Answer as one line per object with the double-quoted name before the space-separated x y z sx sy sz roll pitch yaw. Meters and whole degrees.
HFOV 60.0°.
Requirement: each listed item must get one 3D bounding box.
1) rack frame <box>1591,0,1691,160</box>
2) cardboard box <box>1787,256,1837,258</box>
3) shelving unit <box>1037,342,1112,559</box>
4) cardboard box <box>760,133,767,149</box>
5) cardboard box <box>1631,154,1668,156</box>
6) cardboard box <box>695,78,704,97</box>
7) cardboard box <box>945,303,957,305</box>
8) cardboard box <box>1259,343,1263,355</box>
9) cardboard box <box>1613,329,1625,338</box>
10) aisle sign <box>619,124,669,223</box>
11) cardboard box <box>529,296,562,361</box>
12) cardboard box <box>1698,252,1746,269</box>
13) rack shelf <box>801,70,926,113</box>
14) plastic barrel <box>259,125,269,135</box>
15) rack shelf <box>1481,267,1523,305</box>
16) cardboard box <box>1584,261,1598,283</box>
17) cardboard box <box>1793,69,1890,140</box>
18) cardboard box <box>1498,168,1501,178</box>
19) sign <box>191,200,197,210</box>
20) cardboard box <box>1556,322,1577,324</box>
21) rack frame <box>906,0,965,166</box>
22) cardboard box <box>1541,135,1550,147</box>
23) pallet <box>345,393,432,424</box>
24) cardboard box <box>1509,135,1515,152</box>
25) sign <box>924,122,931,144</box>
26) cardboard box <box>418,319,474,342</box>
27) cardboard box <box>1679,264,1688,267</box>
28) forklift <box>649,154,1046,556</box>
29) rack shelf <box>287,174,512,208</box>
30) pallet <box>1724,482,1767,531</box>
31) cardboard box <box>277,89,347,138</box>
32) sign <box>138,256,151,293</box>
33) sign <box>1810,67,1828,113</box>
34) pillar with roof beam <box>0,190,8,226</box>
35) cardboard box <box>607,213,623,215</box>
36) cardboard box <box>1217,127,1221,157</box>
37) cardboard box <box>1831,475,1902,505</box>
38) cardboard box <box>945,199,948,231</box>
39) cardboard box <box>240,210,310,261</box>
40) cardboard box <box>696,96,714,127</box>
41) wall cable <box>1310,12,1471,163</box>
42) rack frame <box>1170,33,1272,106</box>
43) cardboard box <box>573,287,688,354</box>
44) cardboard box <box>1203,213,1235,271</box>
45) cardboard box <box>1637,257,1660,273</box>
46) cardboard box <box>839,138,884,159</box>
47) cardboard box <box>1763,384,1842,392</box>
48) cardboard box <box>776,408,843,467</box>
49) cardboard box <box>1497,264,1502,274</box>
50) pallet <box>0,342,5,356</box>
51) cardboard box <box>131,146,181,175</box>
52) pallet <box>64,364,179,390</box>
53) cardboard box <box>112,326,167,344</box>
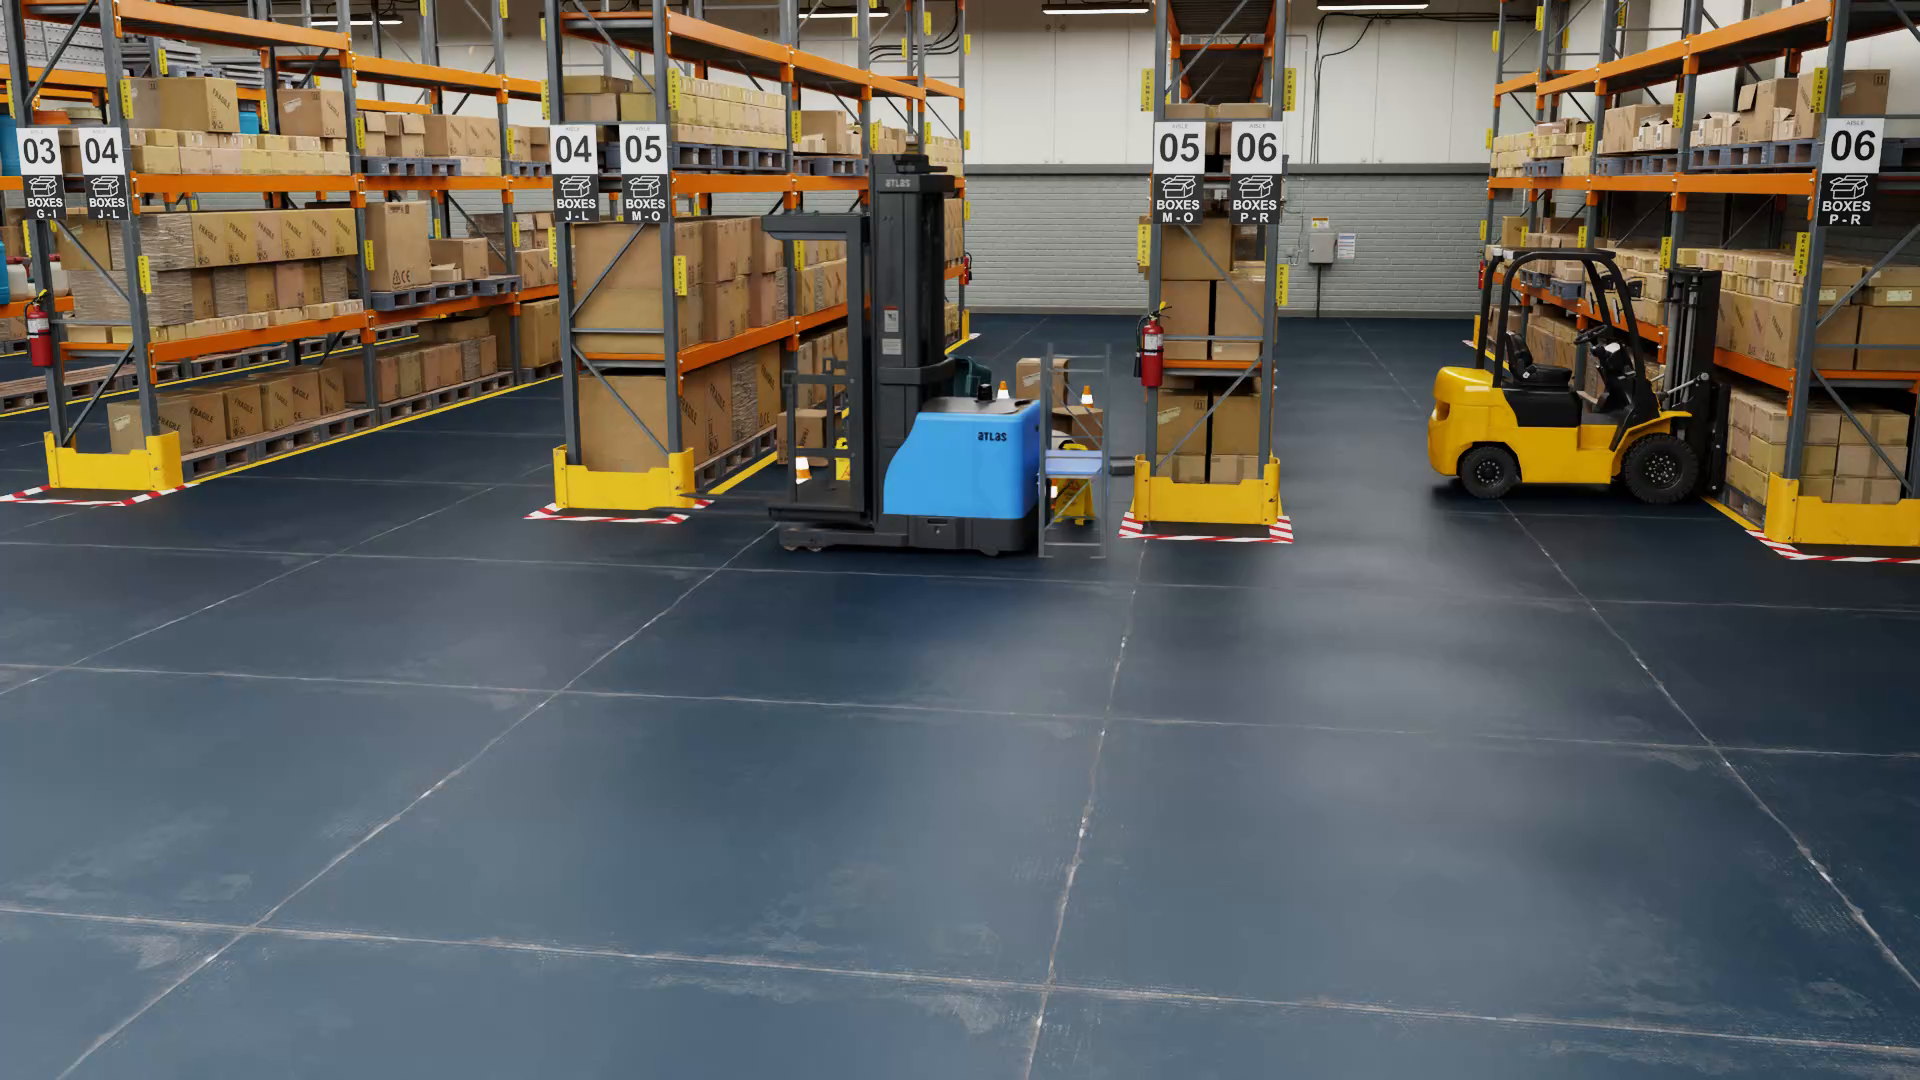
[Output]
"rack frame" 8.160 -6.065 19.775 1.000 3.000 0.127 2 12 9
"cardboard box" 7.496 -2.417 14.607 0.380 0.149 0.250 2 12 10
"shelving unit" 0.887 -0.708 12.718 0.538 1.500 1.048 1 12 6
"cardboard box" -2.123 -3.951 16.448 0.380 0.149 0.250 2 12 9
"cardboard box" 8.452 -4.788 20.382 0.380 0.149 0.250 2 12 9
"cardboard box" -2.438 -3.918 14.404 0.380 0.149 0.250 2 12 8
"cardboard box" -0.252 -4.081 29.168 0.380 0.149 0.250 2 12 9
"cardboard box" 2.427 -1.674 14.236 0.380 0.149 0.250 1 12 7
"cardboard box" 8.575 -2.640 21.520 0.380 0.149 0.250 2 12 9
"aisle sign" -2.597 -3.013 13.681 0.394 0.787 0.004 2 12 9
"cardboard box" -6.266 -3.108 24.343 1.225 0.875 0.875 2 12 9
"cardboard box" 7.080 -2.593 15.423 0.380 0.149 0.250 2 12 10
"rack shelf" -1.344 -6.233 23.214 1.077 0.370 4.000 2 12 9
"plastic barrel" -10.756 -6.174 25.956 0.600 0.588 0.600 0 12 0
"rack shelf" 9.083 -4.029 26.278 1.077 0.370 4.000 2 12 9
"cardboard box" 7.826 -3.220 19.982 0.500 0.250 0.500 2 12 9
"cardboard box" 6.757 -3.336 12.763 0.500 0.500 0.500 2 12 11
"cardboard box" 8.901 -5.925 26.844 0.380 0.149 0.250 2 12 10
"sign" -14.549 -6.299 31.602 0.100 0.325 0.005 2 12 9
"cardboard box" 8.306 -2.868 22.579 0.380 0.149 0.250 2 12 9
"rack frame" -0.421 -8.030 28.892 1.000 3.000 0.127 2 12 9
"cardboard box" 8.231 -5.496 22.913 0.380 0.149 0.250 2 12 8
"pallet" -7.034 -1.580 19.822 1.003 0.211 1.213 2 12 9
"cardboard box" 8.845 -6.179 25.890 0.500 0.250 0.500 2 12 10
"sign" -0.488 -6.159 25.168 0.100 0.325 0.005 2 12 9
"cardboard box" -6.682 -2.722 21.612 0.500 0.250 0.500 3 13 15
"cardboard box" 7.236 -2.608 16.196 0.380 0.149 0.250 2 12 8
"forklift" -0.897 -1.454 12.782 3.031 2.935 1.130 3 12 13
"rack shelf" -6.845 -4.312 20.468 1.077 0.370 4.000 2 12 9
"pallet" 7.006 -0.264 13.718 1.003 0.211 1.213 2 12 9
"cardboard box" -6.970 -4.584 17.892 0.500 0.500 0.500 2 12 7
"sign" -7.231 -2.354 14.740 0.100 0.325 0.005 2 12 9
"sign" 6.396 -3.348 12.374 0.100 0.325 0.005 2 12 9
"pillar with roof beam" -16.176 -9.143 34.060 9.100 9.000 0.548 2 12 9
"cardboard box" -5.798 -5.414 28.865 0.500 0.500 0.500 2 12 7
"cardboard box" 2.507 -3.474 14.524 0.500 0.250 0.500 2 12 10
"cardboard box" 7.199 -0.424 13.370 0.500 0.250 0.500 2 12 9
"cardboard box" -0.473 -5.352 27.393 0.500 0.500 0.500 1 12 7
"cardboard box" -7.103 -3.153 17.187 0.500 0.500 0.500 2 12 9
"cardboard box" -2.477 -3.757 14.601 0.500 0.250 0.500 2 12 8
"wall cable" 8.571 -8.979 33.207 2.988 3.039 0.133 2 12 9
"rack frame" 2.640 -5.392 16.654 1.000 3.000 0.127 2 12 9
"cardboard box" -2.870 -1.918 14.418 0.875 0.550 0.550 2 12 9
"cardboard box" 2.163 -2.737 15.258 0.700 0.500 0.500 2 12 8
"cardboard box" 7.399 -2.906 17.582 0.380 0.149 0.250 1 12 7
"cardboard box" -1.301 -5.057 21.981 0.500 0.500 0.500 2 12 9
"cardboard box" 7.437 -1.225 14.714 0.500 0.250 0.500 2 12 8
"cardboard box" -1.492 -1.022 16.542 0.500 0.500 0.500 4 13 18
"cardboard box" 8.822 -4.349 26.648 0.380 0.149 0.250 2 12 7
"pallet" -15.983 -2.979 26.317 1.003 0.211 1.213 2 12 9
"cardboard box" -7.438 -3.433 15.039 0.500 0.250 0.500 2 12 10
"pallet" -11.589 -2.251 22.936 1.003 0.211 1.213 2 12 9
"cardboard box" -7.488 -1.877 15.178 0.380 0.149 0.250 2 12 9
